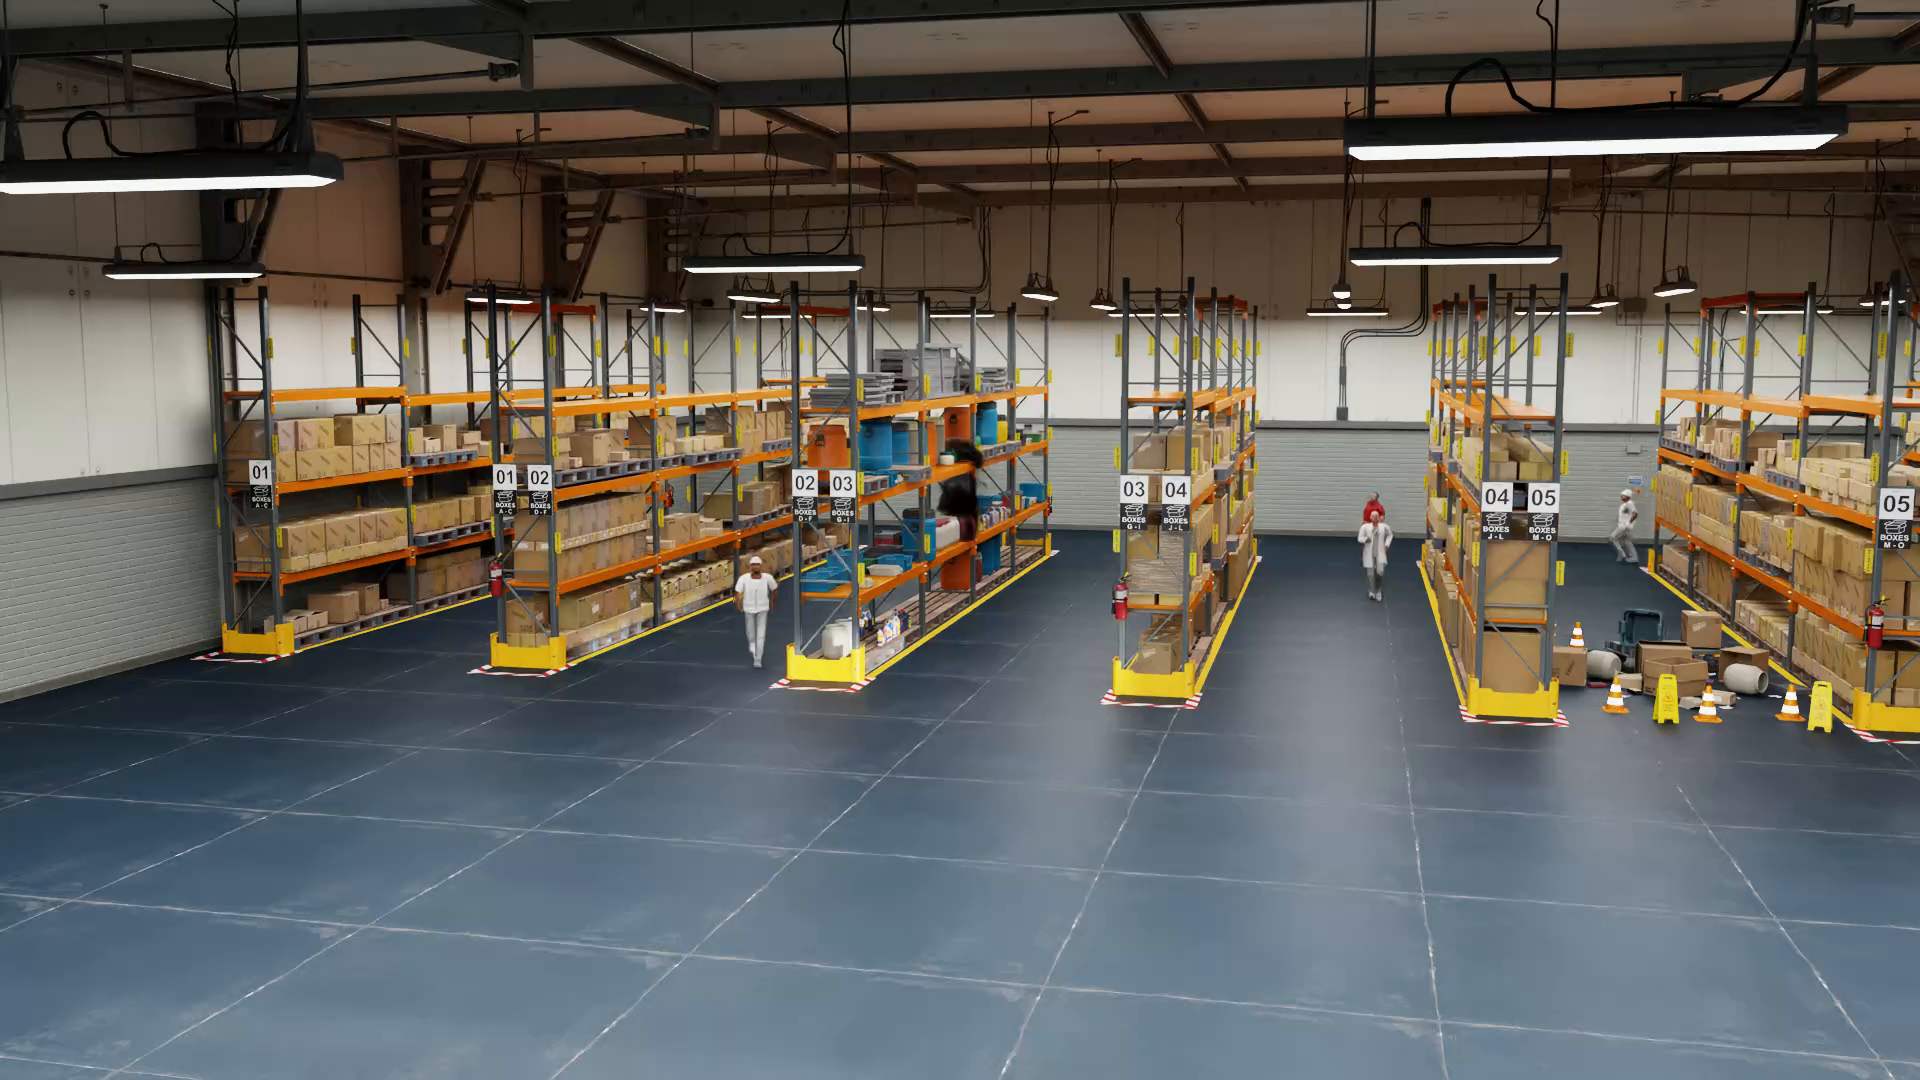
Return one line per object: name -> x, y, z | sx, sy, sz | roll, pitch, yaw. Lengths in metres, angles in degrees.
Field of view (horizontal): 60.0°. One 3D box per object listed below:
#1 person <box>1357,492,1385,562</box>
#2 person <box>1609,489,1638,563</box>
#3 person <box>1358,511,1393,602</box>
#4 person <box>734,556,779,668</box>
person -> 9.681, -0.306, 39.095 | 0.563, 1.666, 0.729 | -4, 8, -34
person -> 15.488, -0.307, 38.748 | 0.645, 1.766, 0.745 | 3, 7, 24
person -> 8.270, 0.328, 33.137 | 0.684, 1.814, 0.755 | 1, 7, 12
person -> -3.231, 1.122, 26.438 | 0.698, 1.743, 0.778 | -1, 7, -6
